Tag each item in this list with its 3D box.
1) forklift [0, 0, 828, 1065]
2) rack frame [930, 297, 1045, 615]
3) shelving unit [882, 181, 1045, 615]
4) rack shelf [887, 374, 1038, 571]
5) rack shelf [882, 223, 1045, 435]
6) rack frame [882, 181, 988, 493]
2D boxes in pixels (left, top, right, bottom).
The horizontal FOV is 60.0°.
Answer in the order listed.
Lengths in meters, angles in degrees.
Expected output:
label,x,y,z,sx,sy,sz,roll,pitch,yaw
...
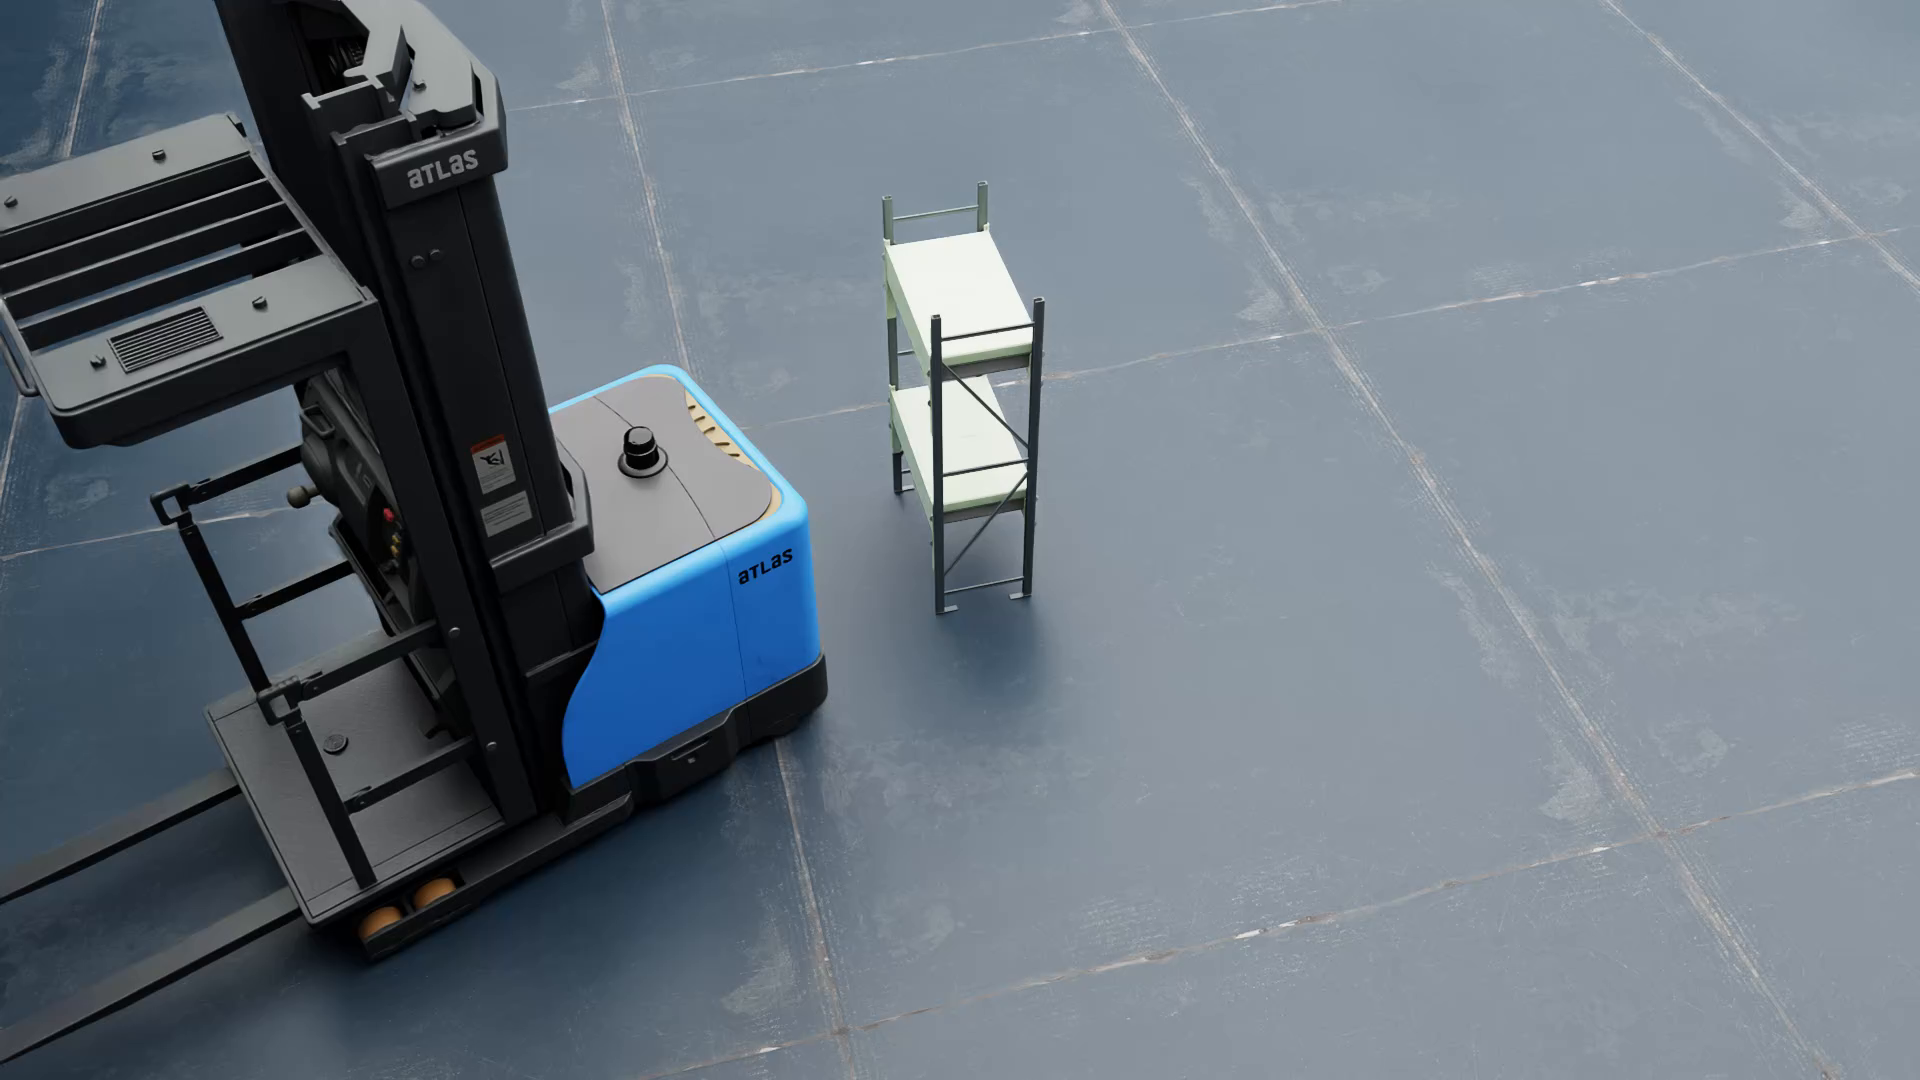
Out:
label,x,y,z,sx,sy,sz,roll,pitch,yaw
forklift,-1.998,-0.059,5.006,3.031,2.935,1.130,-27,51,-24
rack frame,0.095,-0.268,6.213,0.400,1.500,0.023,-11,47,-10
shelving unit,0.002,-0.520,6.461,0.431,1.500,0.755,-11,47,-10
rack shelf,0.002,-0.292,6.693,0.431,0.370,0.720,-11,47,-10
rack shelf,0.002,-0.793,6.182,0.431,0.370,0.720,-11,47,-10
rack frame,-0.092,-0.773,6.708,0.400,1.500,0.023,-11,47,-10
